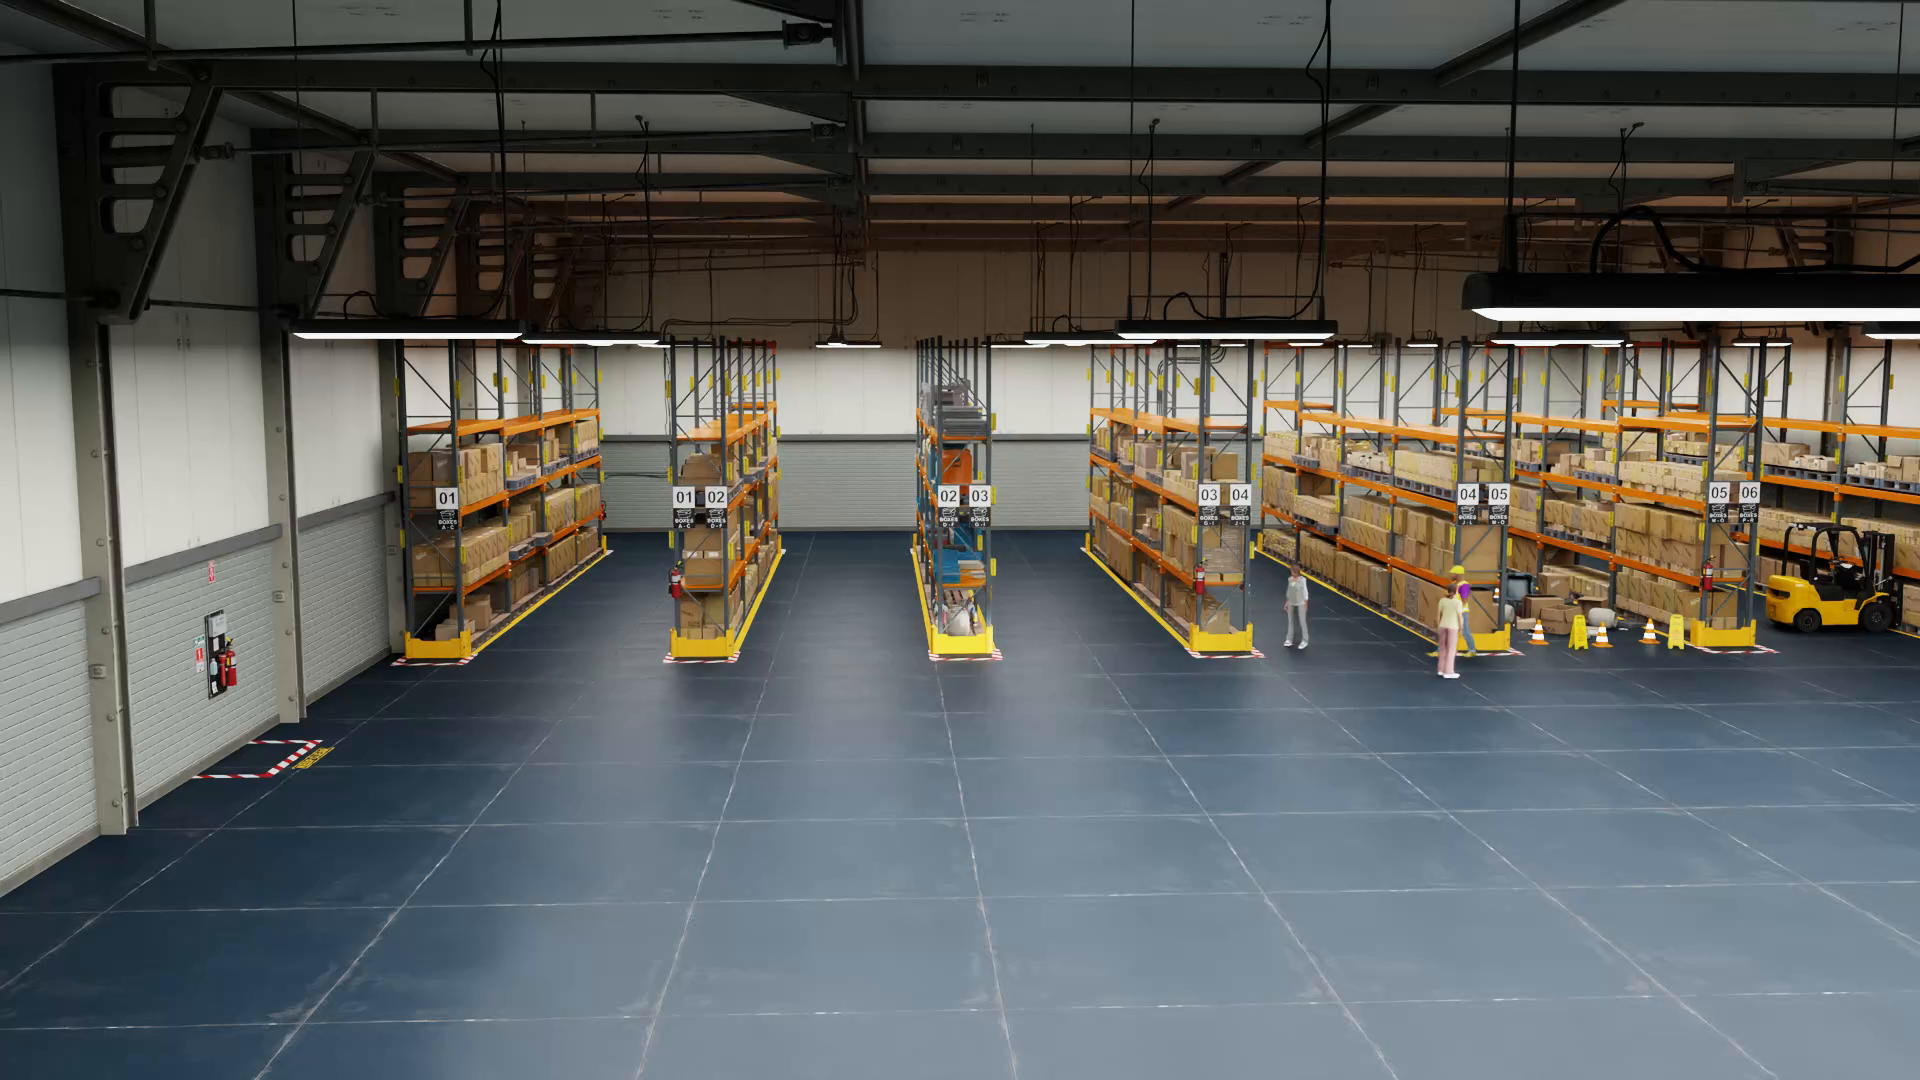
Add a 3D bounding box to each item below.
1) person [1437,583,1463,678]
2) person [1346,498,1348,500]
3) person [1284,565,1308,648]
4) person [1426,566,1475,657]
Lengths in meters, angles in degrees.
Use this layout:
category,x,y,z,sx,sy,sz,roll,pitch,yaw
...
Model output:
category,x,y,z,sx,sy,sz,roll,pitch,yaw
person,8.624,1.587,29.177,0.469,1.692,0.435,6,9,42
person,10.786,-0.319,45.884,0.367,1.681,0.458,2,7,19
person,6.506,1.275,32.239,0.487,1.588,0.361,5,8,40
person,9.172,1.342,30.865,0.977,1.717,0.621,-3,7,-24
